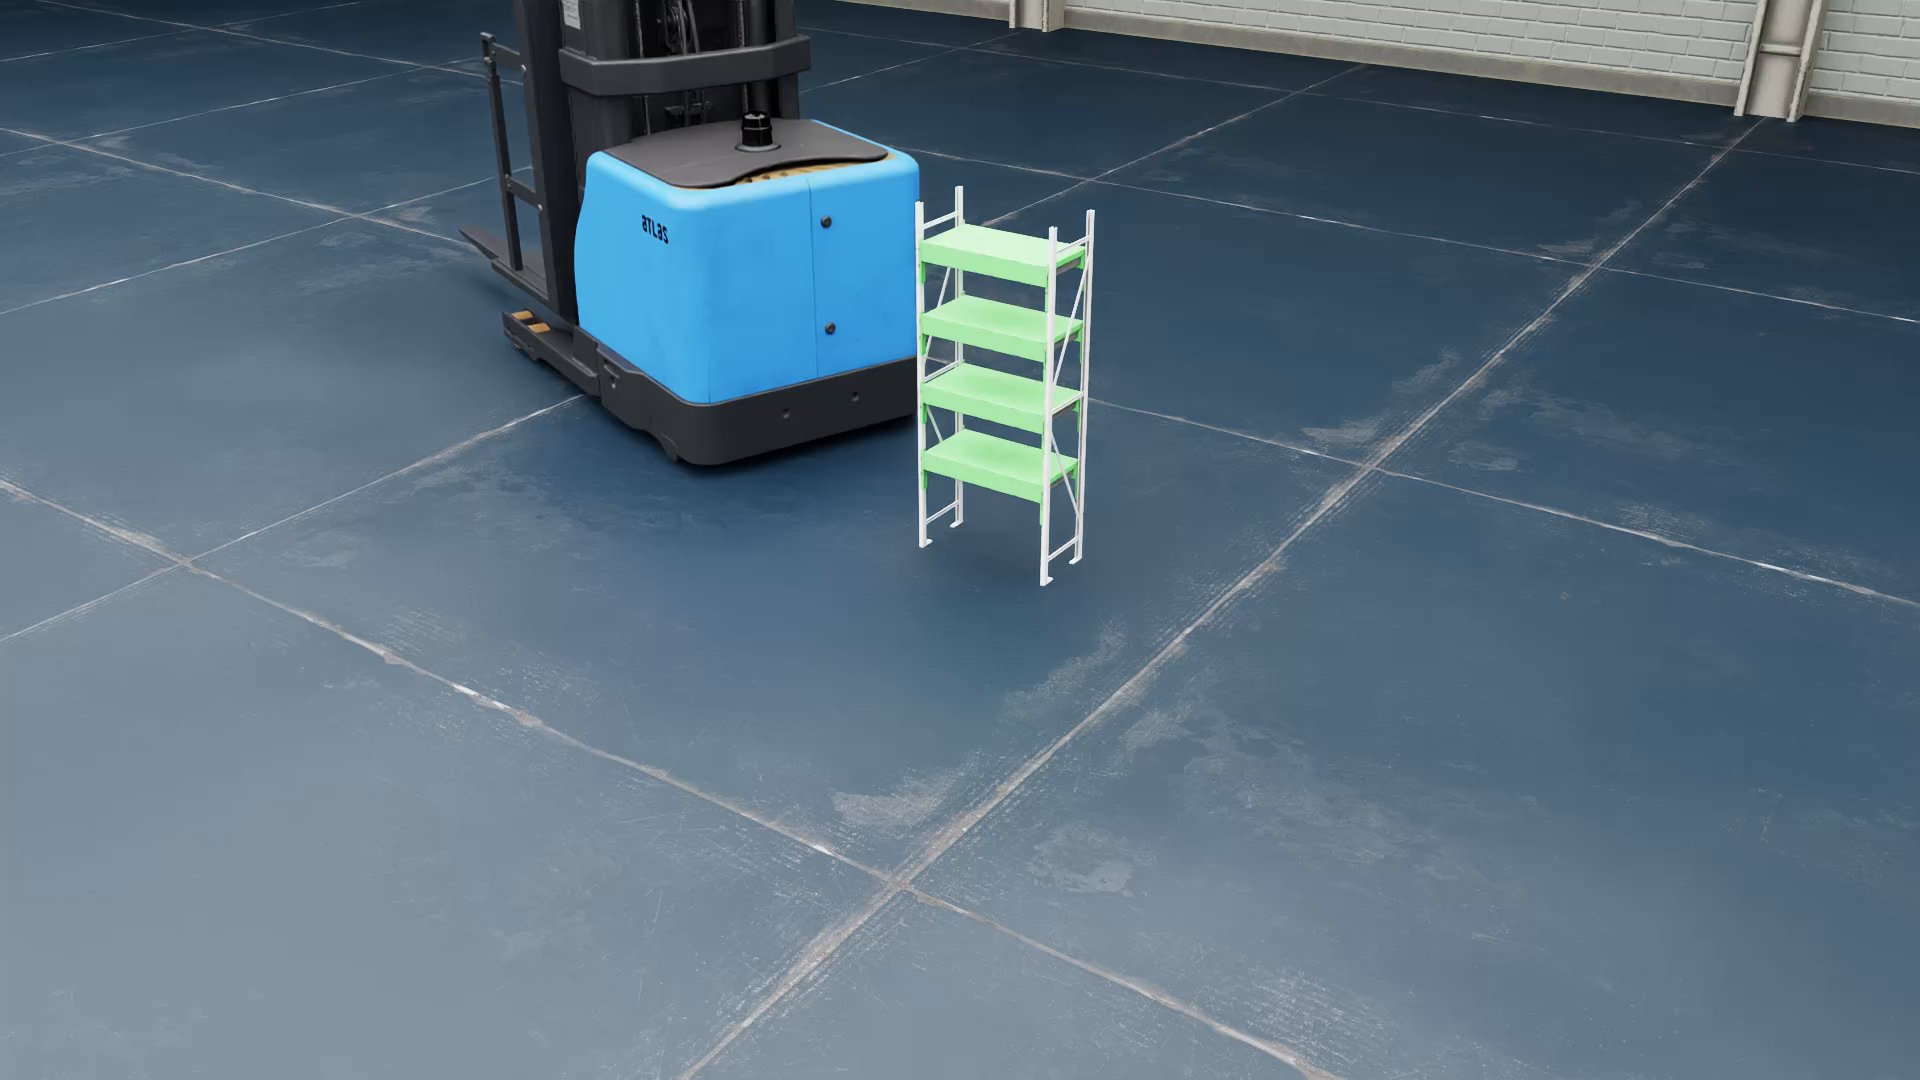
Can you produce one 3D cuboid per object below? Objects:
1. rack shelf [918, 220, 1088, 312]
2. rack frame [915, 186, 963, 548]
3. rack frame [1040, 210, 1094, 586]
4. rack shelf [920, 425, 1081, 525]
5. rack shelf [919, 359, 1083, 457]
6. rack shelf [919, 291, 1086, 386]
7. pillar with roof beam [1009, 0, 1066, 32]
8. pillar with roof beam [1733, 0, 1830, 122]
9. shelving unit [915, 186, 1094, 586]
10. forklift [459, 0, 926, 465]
[{"bbox_3d":[0.136,-0.863,5.206,0.480,0.148,0.258,17,32,30],"label":"rack shelf"},{"bbox_3d":[-0.065,-0.555,5.517,0.015,1.200,0.240,17,32,30],"label":"rack frame"},{"bbox_3d":[0.338,-0.430,5.271,0.015,1.200,0.240,17,32,30],"label":"rack frame"},{"bbox_3d":[0.136,-0.221,5.532,0.480,0.148,0.258,17,32,30],"label":"rack shelf"},{"bbox_3d":[0.136,-0.435,5.423,0.480,0.148,0.258,17,32,30],"label":"rack shelf"},{"bbox_3d":[0.136,-0.649,5.314,0.480,0.148,0.258,17,32,30],"label":"rack shelf"},{"bbox_3d":[-1.759,-6.902,9.390,0.400,9.000,9.100,17,32,30],"label":"pillar with roof beam"},{"bbox_3d":[3.187,-5.361,6.363,0.400,9.000,9.100,17,32,30],"label":"pillar with roof beam"},{"bbox_3d":[0.136,-0.492,5.394,0.503,1.200,0.258,17,32,30],"label":"shelving unit"},{"bbox_3d":[-1.383,-2.199,6.839,1.130,2.935,3.031,-17,32,-30],"label":"forklift"}]
